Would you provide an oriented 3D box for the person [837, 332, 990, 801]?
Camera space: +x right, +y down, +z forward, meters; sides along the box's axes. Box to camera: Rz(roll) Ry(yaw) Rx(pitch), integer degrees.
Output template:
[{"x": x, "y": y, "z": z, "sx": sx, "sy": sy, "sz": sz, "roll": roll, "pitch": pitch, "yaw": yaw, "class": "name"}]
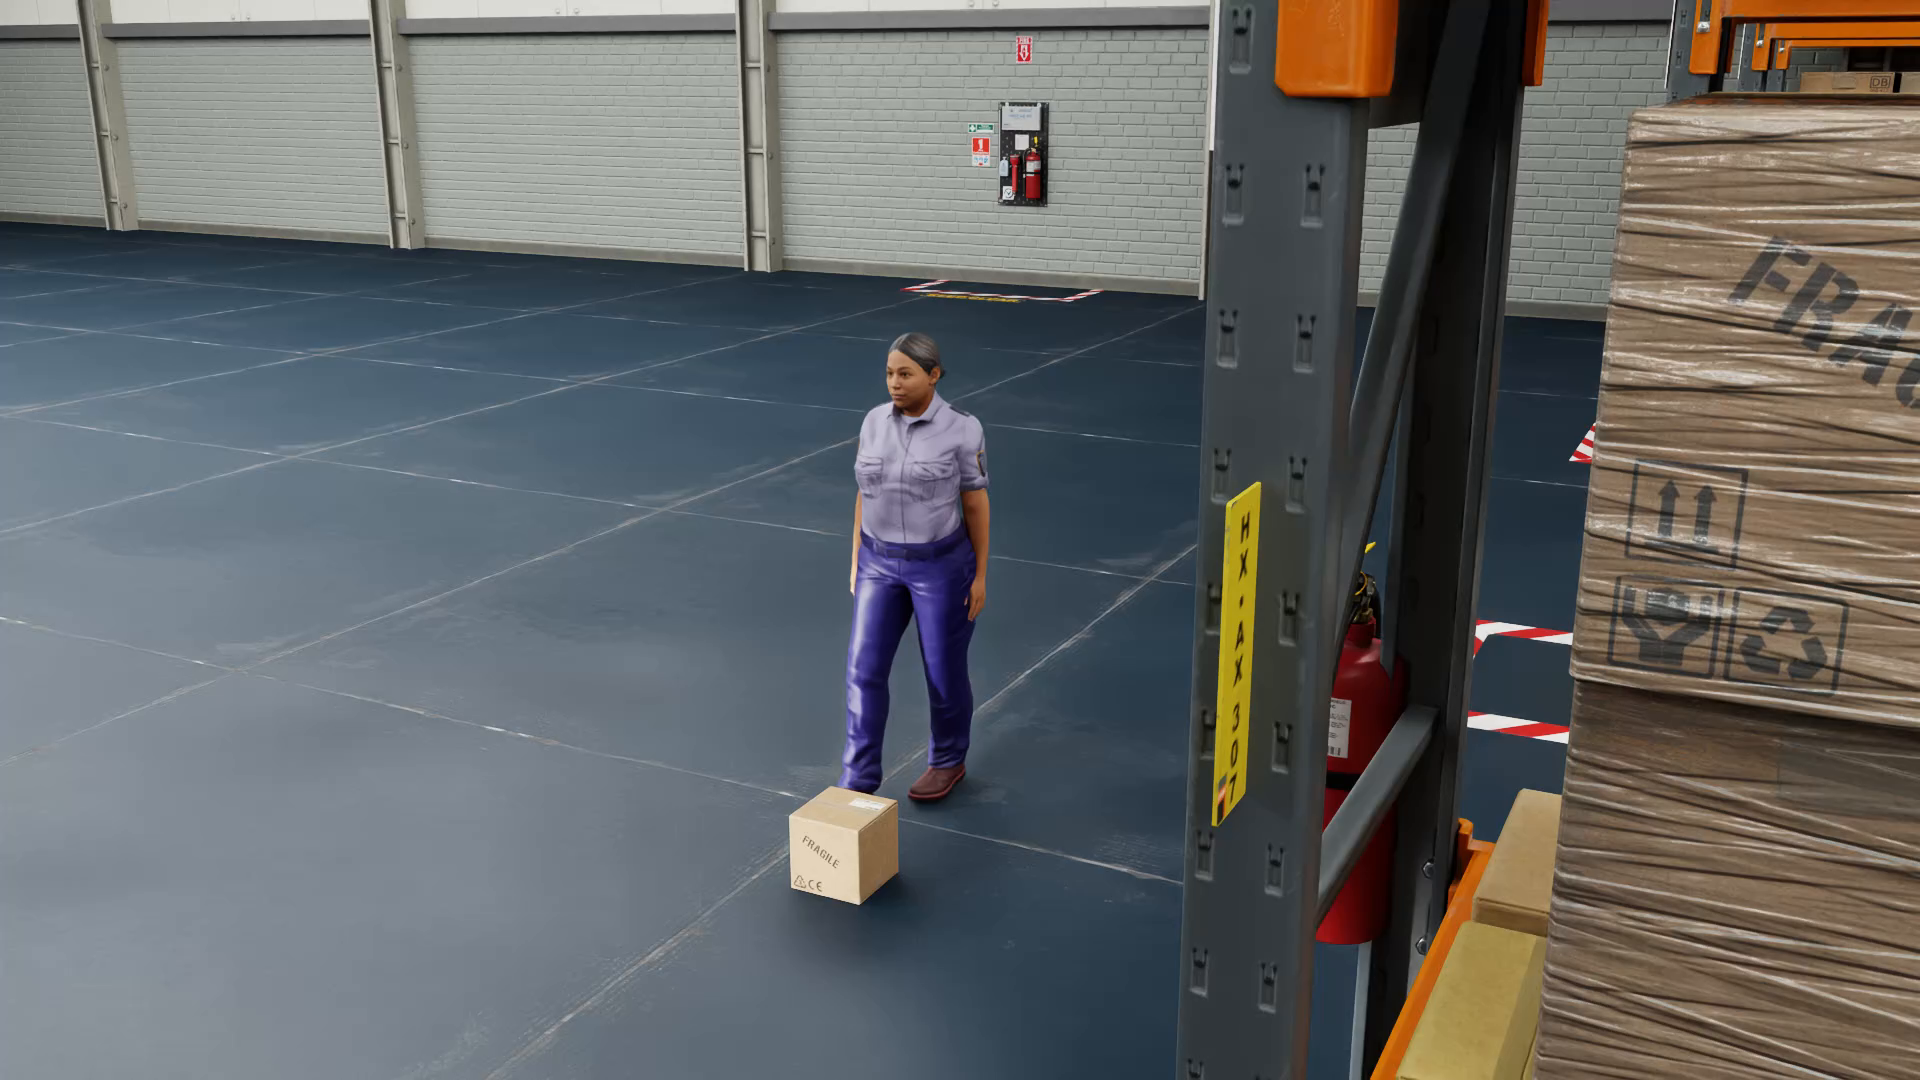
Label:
[{"x": -0.195, "y": 0.142, "z": 5.527, "sx": 0.499, "sy": 1.639, "sz": 0.702, "roll": 6, "pitch": 17, "yaw": 19, "class": "person"}]
